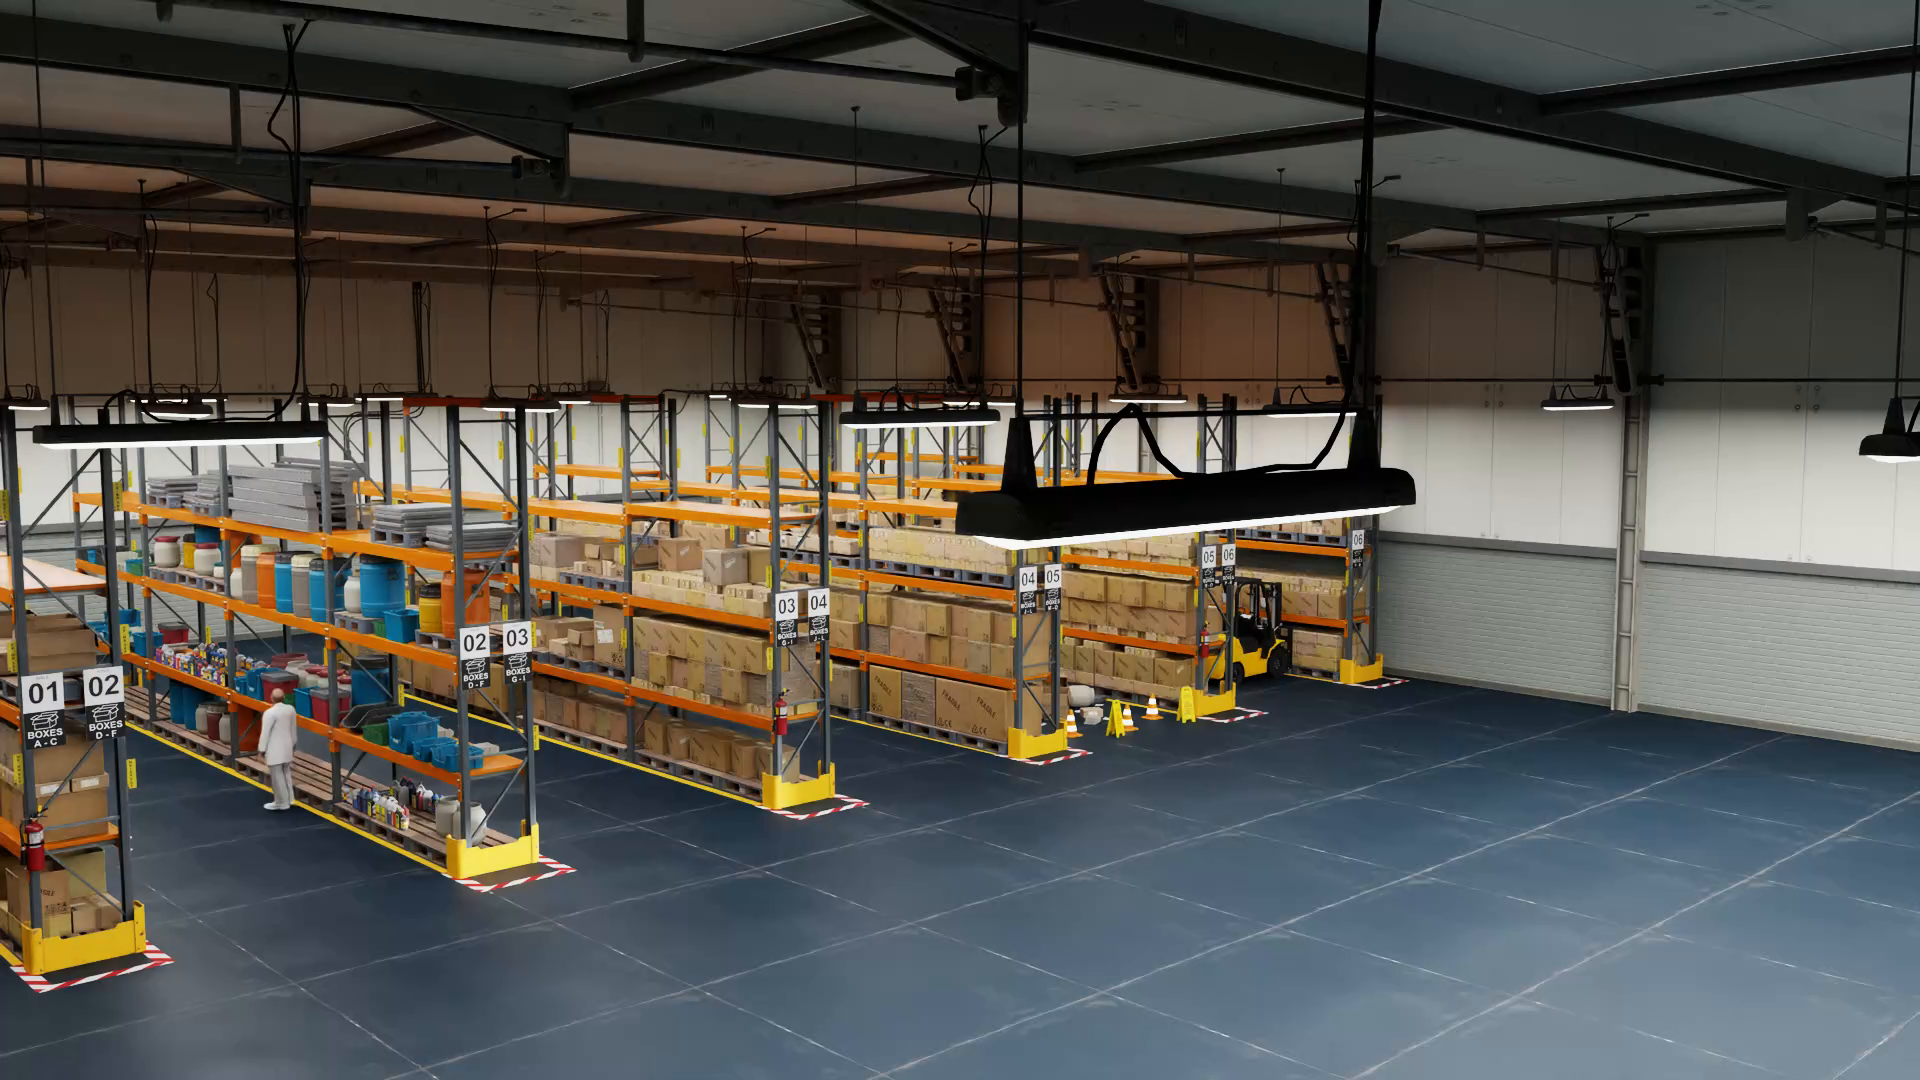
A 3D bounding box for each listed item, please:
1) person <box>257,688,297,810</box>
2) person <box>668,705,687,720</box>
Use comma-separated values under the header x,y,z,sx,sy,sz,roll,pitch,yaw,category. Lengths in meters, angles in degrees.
x,y,z,sx,sy,sz,roll,pitch,yaw,category
-10.039,3.090,24.477,0.414,1.825,0.693,2,6,23,person
-5.094,2.567,29.964,0.521,1.713,0.525,-1,6,-10,person
